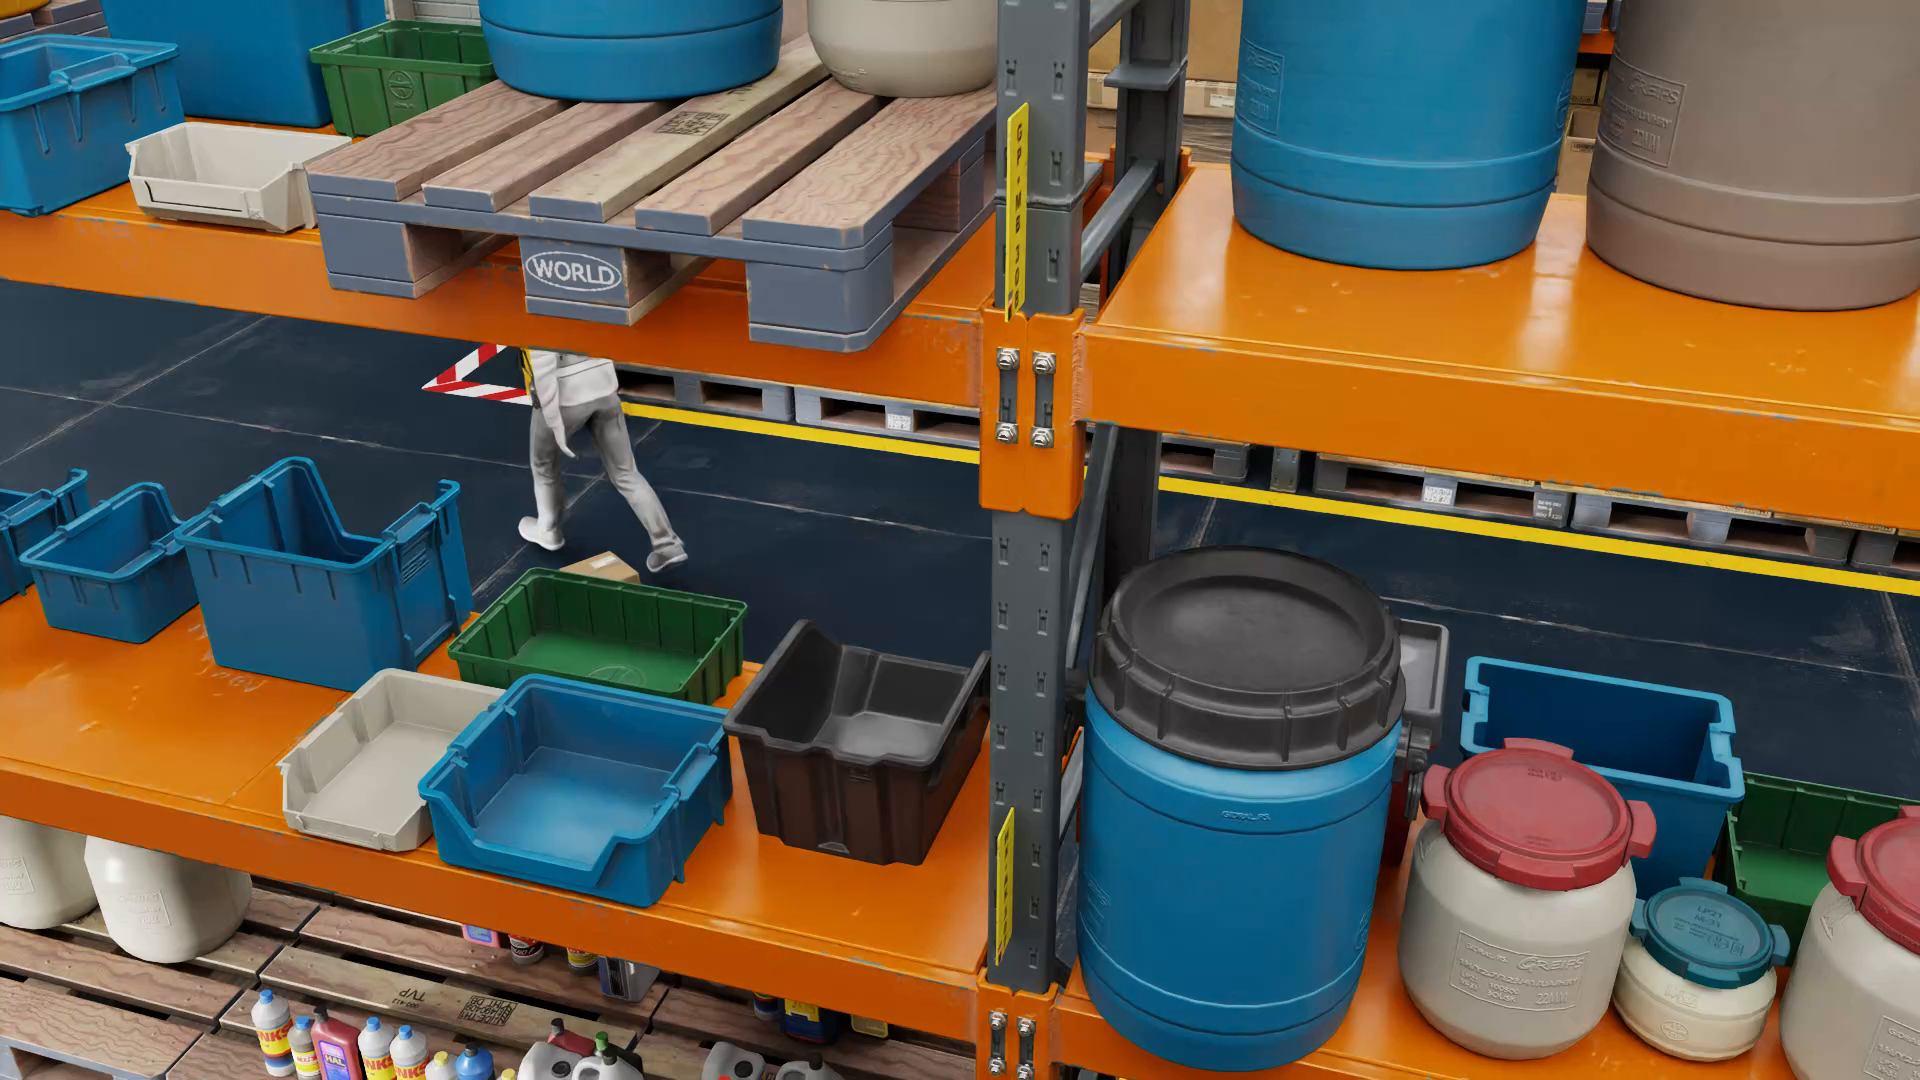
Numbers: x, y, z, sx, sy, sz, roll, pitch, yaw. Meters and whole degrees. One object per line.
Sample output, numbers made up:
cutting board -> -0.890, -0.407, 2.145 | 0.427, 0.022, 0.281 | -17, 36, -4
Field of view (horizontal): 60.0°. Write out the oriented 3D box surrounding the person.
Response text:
person -> -1.634, -0.611, 7.183 | 1.025, 1.621, 0.488 | 26, 38, 38
